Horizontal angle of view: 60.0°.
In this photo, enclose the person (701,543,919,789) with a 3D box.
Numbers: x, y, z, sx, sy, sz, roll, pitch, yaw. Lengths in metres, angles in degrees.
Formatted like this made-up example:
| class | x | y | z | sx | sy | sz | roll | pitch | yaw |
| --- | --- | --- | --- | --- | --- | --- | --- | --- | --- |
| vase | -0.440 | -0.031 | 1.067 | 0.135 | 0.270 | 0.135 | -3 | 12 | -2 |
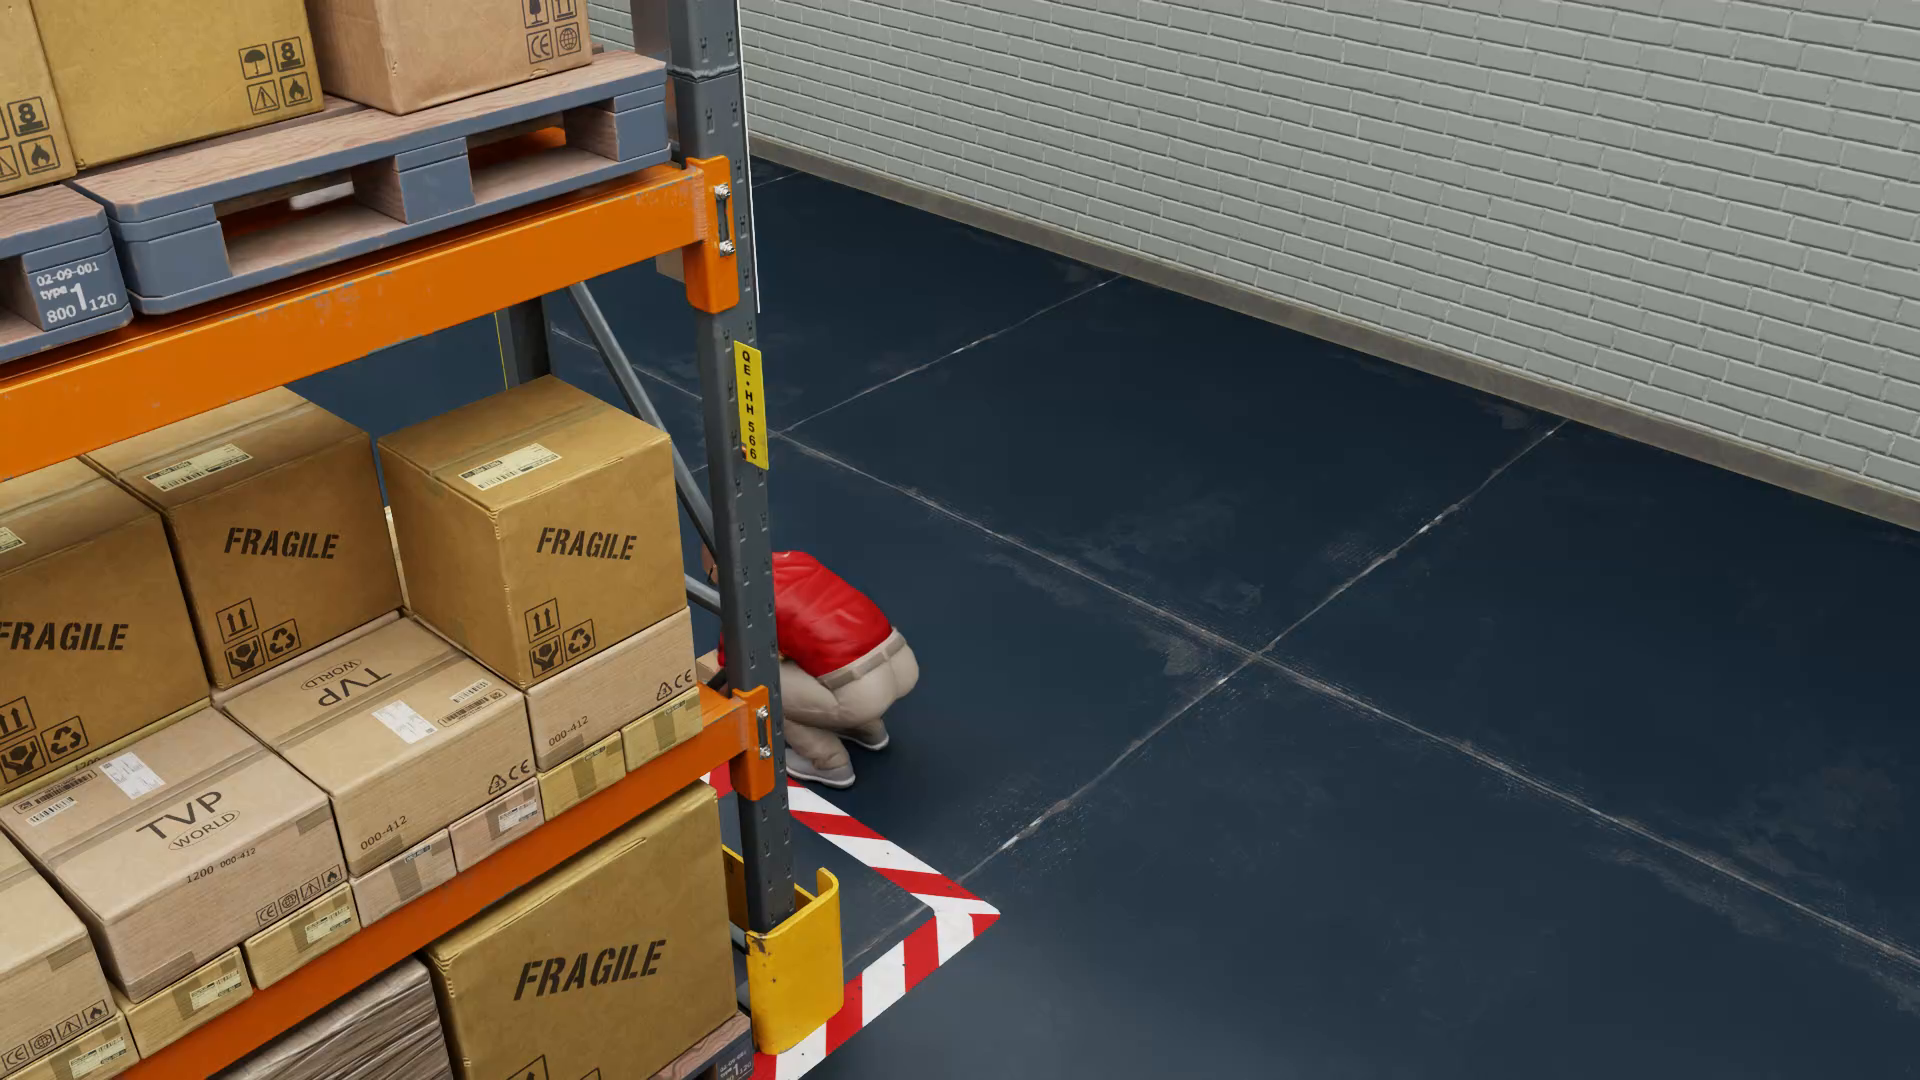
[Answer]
| class | x | y | z | sx | sy | sz | roll | pitch | yaw |
| --- | --- | --- | --- | --- | --- | --- | --- | --- | --- |
| person | -0.590 | 0.431 | 6.281 | 0.880 | 0.865 | 0.549 | 20 | 37 | 30 |
